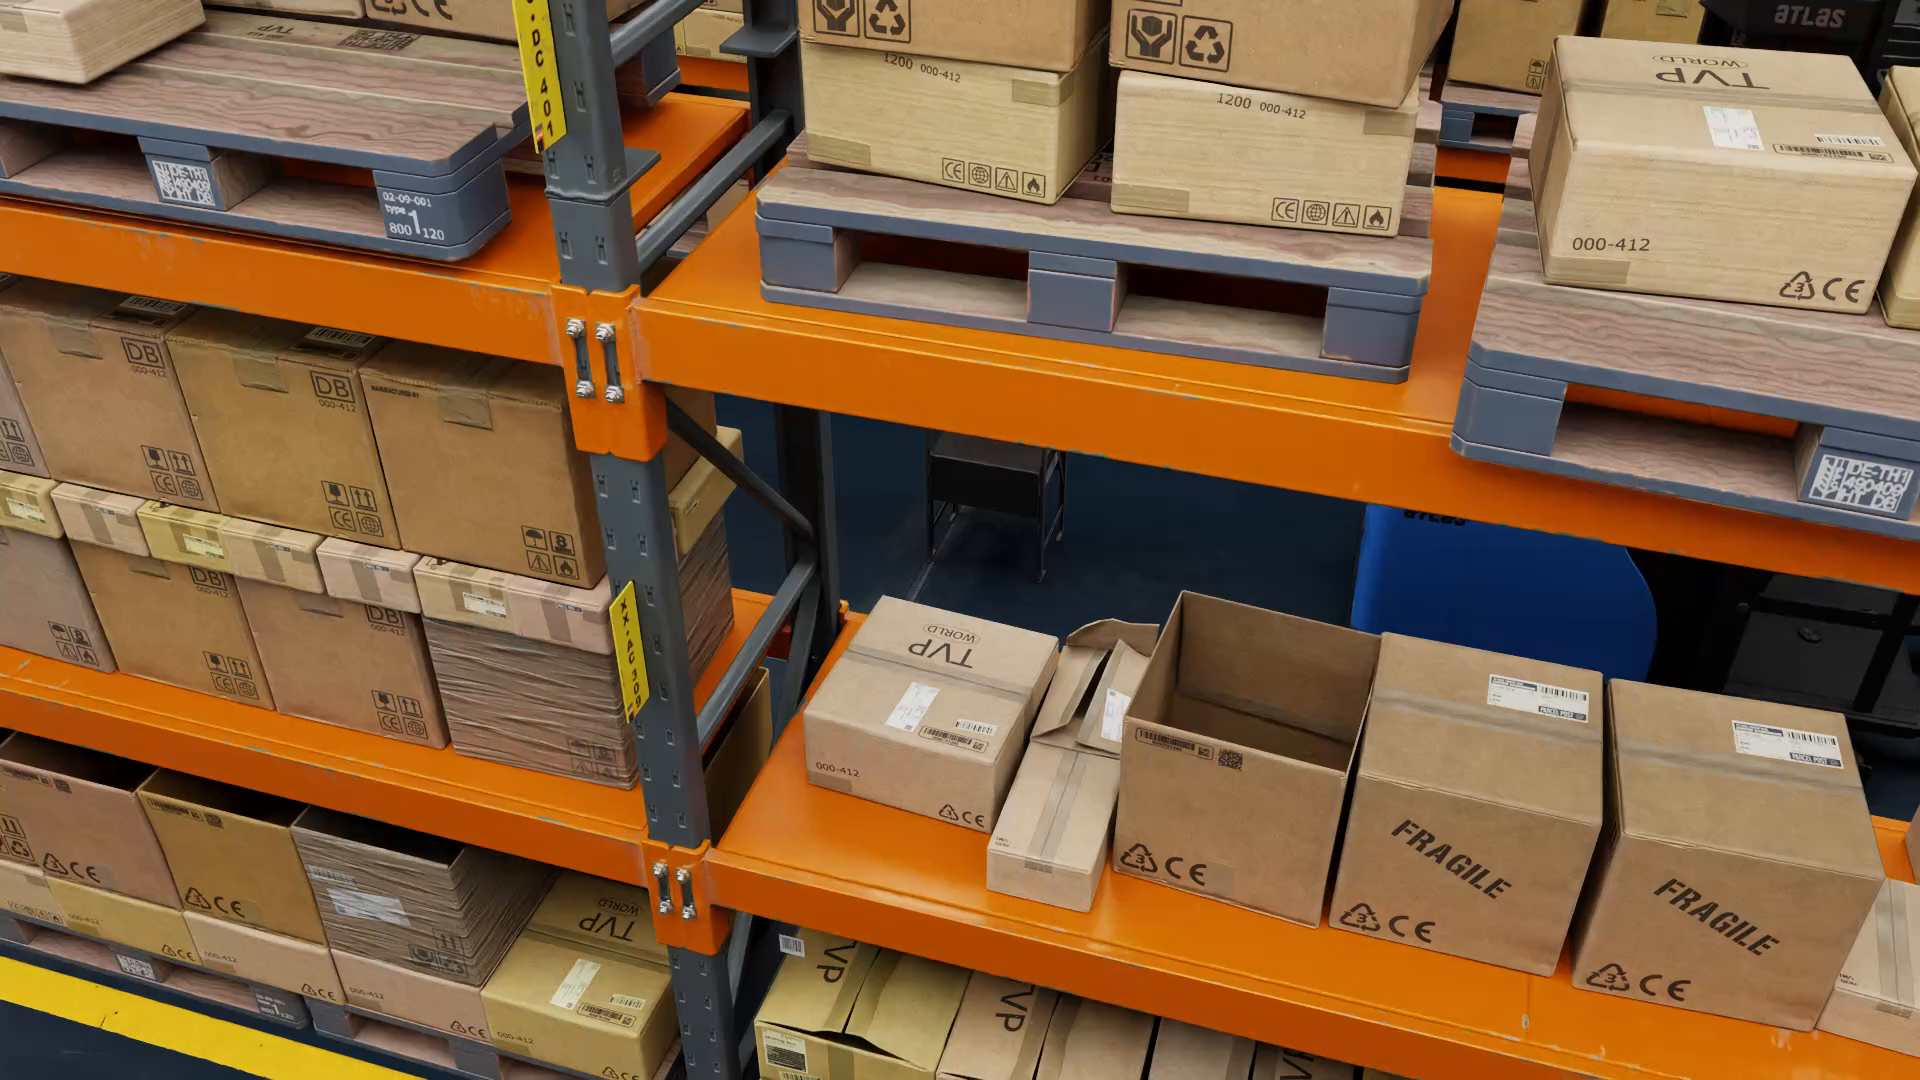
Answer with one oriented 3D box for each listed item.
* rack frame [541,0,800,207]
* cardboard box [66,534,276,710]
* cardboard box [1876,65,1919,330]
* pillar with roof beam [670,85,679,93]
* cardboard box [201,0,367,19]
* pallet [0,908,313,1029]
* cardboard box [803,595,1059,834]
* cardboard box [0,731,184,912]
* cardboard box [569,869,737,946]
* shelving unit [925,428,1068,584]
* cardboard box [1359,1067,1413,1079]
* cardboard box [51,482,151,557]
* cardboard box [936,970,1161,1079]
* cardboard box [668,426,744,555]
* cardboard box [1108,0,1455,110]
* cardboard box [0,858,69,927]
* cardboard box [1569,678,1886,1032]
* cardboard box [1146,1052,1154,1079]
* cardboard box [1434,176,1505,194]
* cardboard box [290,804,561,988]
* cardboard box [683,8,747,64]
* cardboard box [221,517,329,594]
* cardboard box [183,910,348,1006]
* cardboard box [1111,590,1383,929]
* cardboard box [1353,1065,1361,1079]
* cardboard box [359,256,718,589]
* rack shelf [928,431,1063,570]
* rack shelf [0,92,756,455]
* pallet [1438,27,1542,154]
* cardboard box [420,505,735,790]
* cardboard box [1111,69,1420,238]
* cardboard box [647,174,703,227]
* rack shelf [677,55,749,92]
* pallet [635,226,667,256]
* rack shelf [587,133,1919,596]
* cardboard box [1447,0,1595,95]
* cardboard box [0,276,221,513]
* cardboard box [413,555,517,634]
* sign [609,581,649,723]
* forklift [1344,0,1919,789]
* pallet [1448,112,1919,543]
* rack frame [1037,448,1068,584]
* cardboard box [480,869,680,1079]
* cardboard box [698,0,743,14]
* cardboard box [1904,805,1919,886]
[{"bbox_3d":[-0.548,-2.105,2.518,0.127,3.000,1.000,10,38,14],"label":"rack frame"},{"bbox_3d":[-1.957,0.016,4.614,0.500,0.500,0.700,11,38,15],"label":"cardboard box"},{"bbox_3d":[1.772,-0.537,2.691,0.500,0.250,0.500,10,37,13],"label":"cardboard box"},{"bbox_3d":[-3.250,-3.545,4.475,0.400,9.000,9.100,10,38,14],"label":"pillar with roof beam"},{"bbox_3d":[-1.466,-1.420,3.721,0.500,0.311,0.500,9,37,11],"label":"cardboard box"},{"bbox_3d":[-2.463,1.055,5.638,1.213,0.211,1.003,10,38,14],"label":"pallet"},{"bbox_3d":[-0.065,0.434,4.256,0.500,0.250,0.500,13,38,17],"label":"cardboard box"},{"bbox_3d":[-2.490,0.728,5.063,0.500,0.500,0.500,10,38,14],"label":"cardboard box"},{"bbox_3d":[-0.900,0.996,5.332,0.500,0.250,0.500,10,38,14],"label":"cardboard box"},{"bbox_3d":[0.158,-0.816,6.588,0.503,2.100,0.431,10,38,14],"label":"shelving unit"},{"bbox_3d":[1.240,1.509,4.162,0.500,0.311,0.500,12,38,15],"label":"cardboard box"},{"bbox_3d":[-2.083,-0.142,4.281,0.250,0.149,0.380,12,38,15],"label":"cardboard box"},{"bbox_3d":[0.248,1.329,4.406,0.500,0.311,0.500,10,38,13],"label":"cardboard box"},{"bbox_3d":[-0.747,-0.147,4.288,0.250,0.149,0.380,10,38,14],"label":"cardboard box"},{"bbox_3d":[0.579,-1.089,2.808,0.500,0.500,0.500,14,39,18],"label":"cardboard box"},{"bbox_3d":[-2.965,0.938,5.410,0.500,0.250,0.500,10,38,14],"label":"cardboard box"},{"bbox_3d":[1.663,0.691,3.697,0.500,0.500,0.500,9,37,11],"label":"cardboard box"},{"bbox_3d":[0.251,1.552,4.576,0.500,0.250,0.500,11,38,15],"label":"cardboard box"},{"bbox_3d":[2.552,-1.678,8.105,0.500,0.250,0.500,9,37,13],"label":"cardboard box"},{"bbox_3d":[-1.530,0.894,4.837,0.500,0.500,0.500,10,38,14],"label":"cardboard box"},{"bbox_3d":[-1.055,-2.613,8.380,0.500,0.250,0.500,11,38,14],"label":"cardboard box"},{"bbox_3d":[-1.609,-0.053,4.159,0.250,0.149,0.380,10,38,14],"label":"cardboard box"},{"bbox_3d":[-2.012,1.117,5.167,0.500,0.250,0.500,10,38,14],"label":"cardboard box"},{"bbox_3d":[0.683,0.509,3.943,0.500,0.500,0.500,13,38,17],"label":"cardboard box"},{"bbox_3d":[1.390,1.430,4.742,0.500,0.250,0.500,11,38,15],"label":"cardboard box"},{"bbox_3d":[-0.974,-0.326,3.984,0.500,0.500,0.700,11,38,14],"label":"cardboard box"},{"bbox_3d":[0.158,-0.242,7.011,0.480,0.518,0.431,10,38,14],"label":"rack shelf"},{"bbox_3d":[-2.457,-0.961,4.101,4.000,0.370,1.077,10,38,14],"label":"rack shelf"},{"bbox_3d":[2.842,-2.035,7.646,1.213,0.211,1.003,10,38,14],"label":"pallet"},{"bbox_3d":[-0.974,0.196,4.369,0.500,0.500,0.700,10,37,13],"label":"cardboard box"},{"bbox_3d":[0.562,-0.796,3.042,0.500,0.250,0.500,7,37,9],"label":"cardboard box"},{"bbox_3d":[-1.715,-2.020,9.361,0.500,0.311,0.500,14,38,18],"label":"cardboard box"},{"bbox_3d":[-0.984,-2.556,8.799,4.000,0.370,1.077,10,38,14],"label":"rack shelf"},{"bbox_3d":[-2.055,-1.899,9.652,1.213,0.211,1.003,10,38,14],"label":"pallet"},{"bbox_3d":[1.361,-0.254,3.140,4.000,0.370,1.077,10,38,14],"label":"rack shelf"},{"bbox_3d":[2.570,-2.399,7.523,0.500,0.500,0.700,16,39,20],"label":"cardboard box"},{"bbox_3d":[-1.934,-0.504,4.225,0.500,0.500,0.700,10,38,14],"label":"cardboard box"},{"bbox_3d":[-1.107,0.038,4.036,0.250,0.149,0.380,10,37,13],"label":"cardboard box"},{"bbox_3d":[-0.712,0.245,3.589,0.005,0.325,0.100,10,38,14],"label":"sign"},{"bbox_3d":[3.038,-0.618,5.616,3.031,2.935,1.130,9,37,12],"label":"forklift"},{"bbox_3d":[1.527,-0.379,2.863,1.213,0.211,1.003,12,38,16],"label":"pallet"},{"bbox_3d":[0.391,-0.773,6.529,0.015,2.100,0.400,10,38,14],"label":"rack frame"},{"bbox_3d":[-1.056,1.291,4.931,0.500,0.250,0.500,10,38,14],"label":"cardboard box"},{"bbox_3d":[-1.070,-2.922,8.167,0.500,0.500,0.500,12,38,15],"label":"cardboard box"},{"bbox_3d":[2.474,0.787,3.726,0.500,0.311,0.500,10,38,13],"label":"cardboard box"}]
